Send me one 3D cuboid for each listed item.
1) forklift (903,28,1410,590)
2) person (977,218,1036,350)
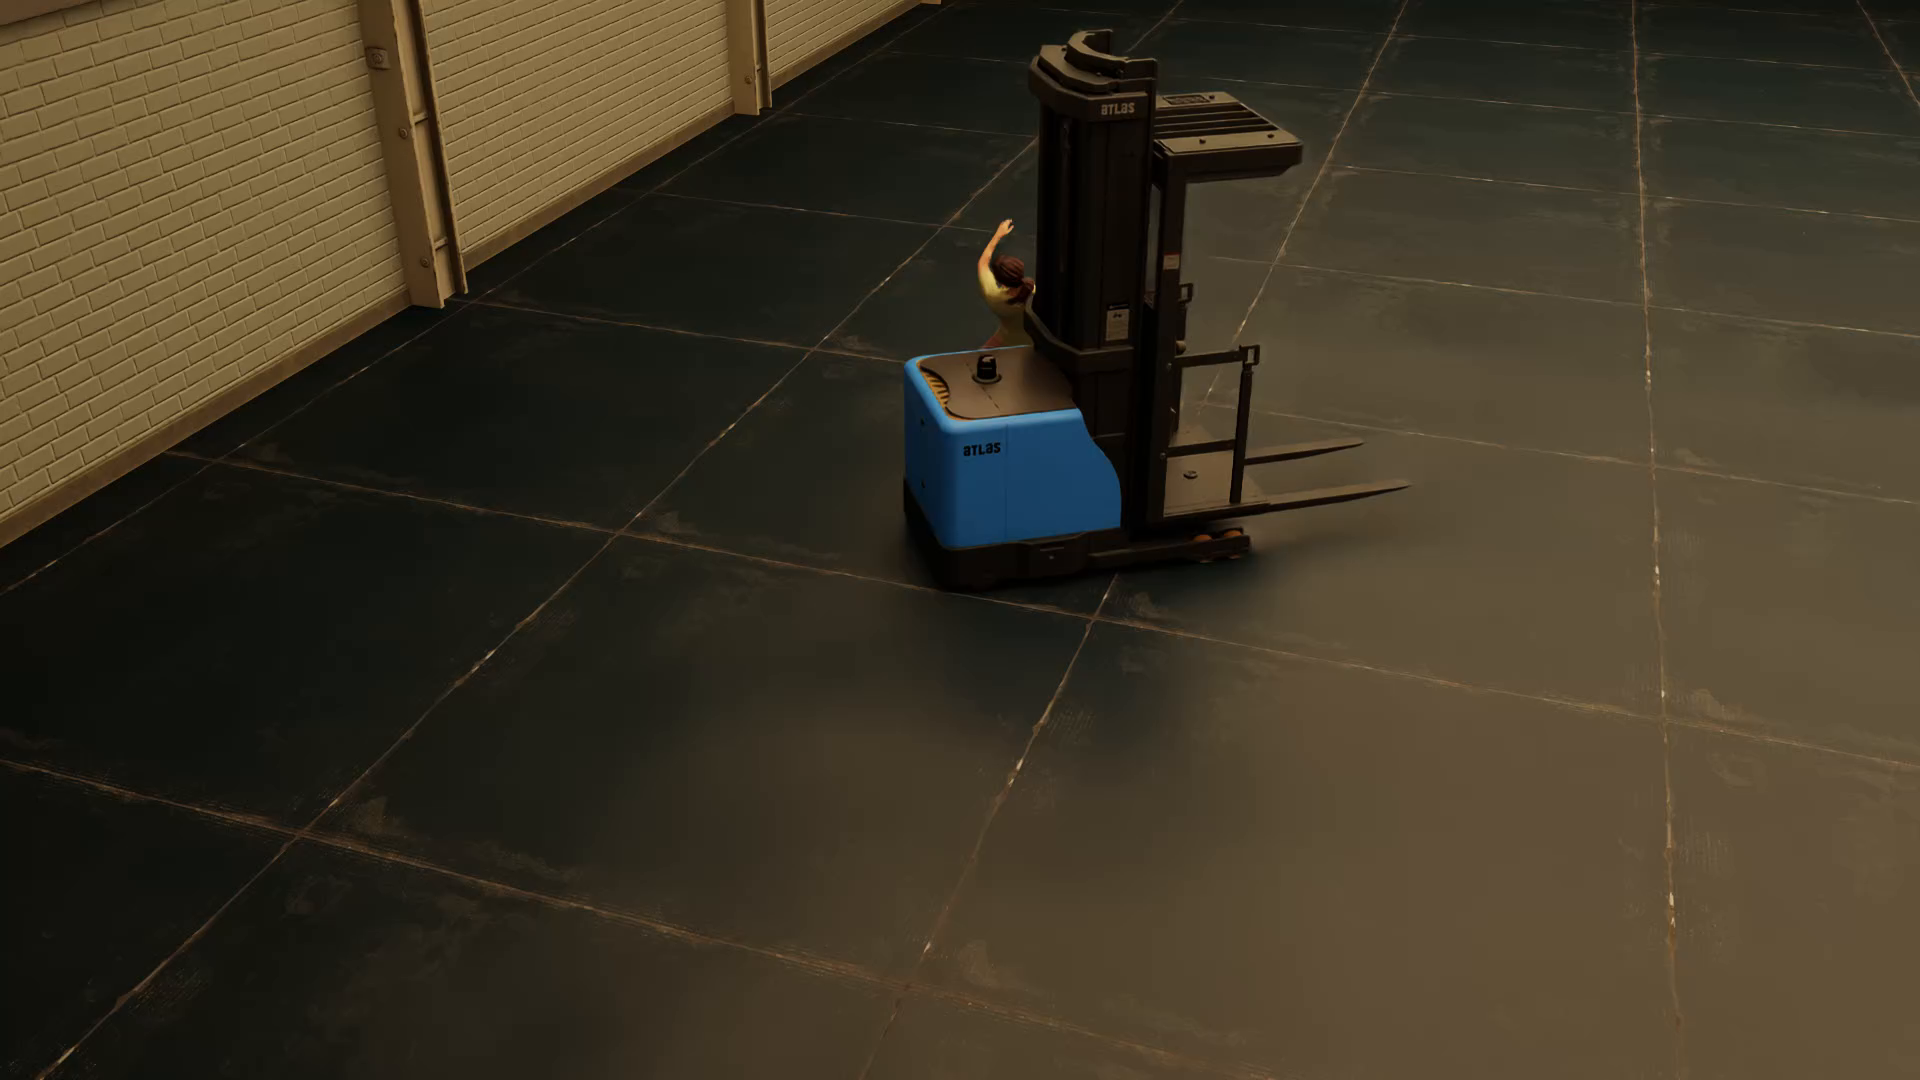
[{"bbox_3d":[1.229,-1.382,9.561,3.031,2.935,1.130,-8,31,-13],"label":"forklift"},{"bbox_3d":[0.525,-1.314,10.883,1.010,1.452,0.666,-5,30,-9],"label":"person"}]
